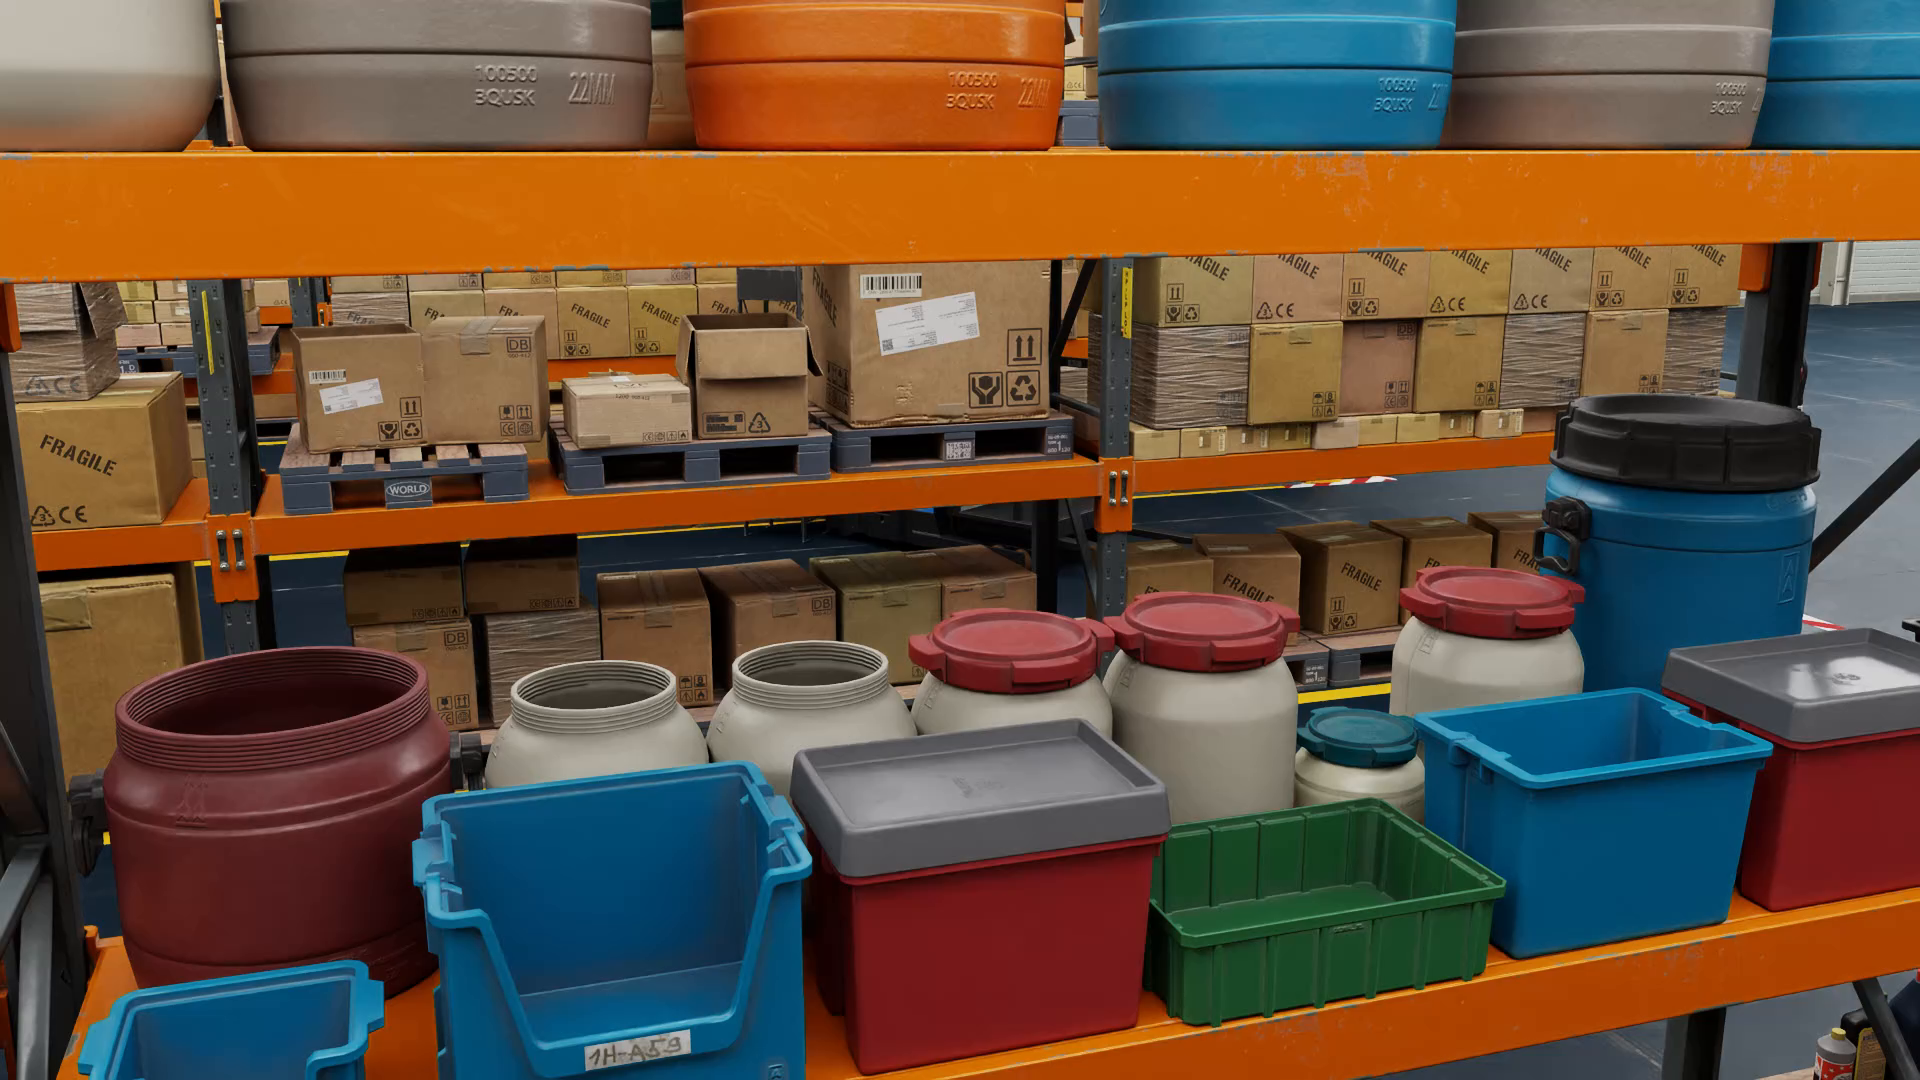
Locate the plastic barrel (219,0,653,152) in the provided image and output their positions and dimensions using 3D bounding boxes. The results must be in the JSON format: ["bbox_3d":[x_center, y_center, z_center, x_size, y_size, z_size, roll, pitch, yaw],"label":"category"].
[{"bbox_3d":[-0.754,-1.015,2.364,0.600,0.901,0.600,0,13,0],"label":"plastic barrel"}]

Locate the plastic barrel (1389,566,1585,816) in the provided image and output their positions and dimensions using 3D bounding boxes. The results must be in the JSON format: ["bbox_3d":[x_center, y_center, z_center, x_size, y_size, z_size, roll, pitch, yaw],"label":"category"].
[{"bbox_3d":[1.213,0.362,3.845,0.433,0.535,0.433,0,13,0],"label":"plastic barrel"}]

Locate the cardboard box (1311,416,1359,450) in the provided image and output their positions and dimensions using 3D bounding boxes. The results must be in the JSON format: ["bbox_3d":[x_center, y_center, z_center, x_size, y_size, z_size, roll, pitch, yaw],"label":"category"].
[{"bbox_3d":[1.863,-0.579,8.636,0.250,0.149,0.380,-4,14,-18],"label":"cardboard box"}]

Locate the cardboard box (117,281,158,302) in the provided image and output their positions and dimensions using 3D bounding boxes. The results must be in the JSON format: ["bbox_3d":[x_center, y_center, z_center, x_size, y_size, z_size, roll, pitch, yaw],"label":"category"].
[{"bbox_3d":[-5.473,-1.678,11.066,0.250,0.149,0.380,-4,14,-16],"label":"cardboard box"}]

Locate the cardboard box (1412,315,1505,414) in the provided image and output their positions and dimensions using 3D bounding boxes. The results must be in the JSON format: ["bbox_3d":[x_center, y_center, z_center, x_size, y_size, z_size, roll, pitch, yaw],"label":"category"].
[{"bbox_3d":[2.470,-1.010,9.047,0.500,0.500,0.875,-4,14,-18],"label":"cardboard box"}]

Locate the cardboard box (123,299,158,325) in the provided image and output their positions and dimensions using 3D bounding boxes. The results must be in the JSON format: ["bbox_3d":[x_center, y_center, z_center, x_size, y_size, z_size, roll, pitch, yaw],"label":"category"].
[{"bbox_3d":[-5.491,-1.531,11.091,0.250,0.149,0.380,-4,14,-17],"label":"cardboard box"}]

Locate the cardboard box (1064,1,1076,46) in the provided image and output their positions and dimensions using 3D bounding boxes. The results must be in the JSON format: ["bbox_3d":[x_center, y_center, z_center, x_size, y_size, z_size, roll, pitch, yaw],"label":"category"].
[{"bbox_3d":[0.133,-2.382,8.060,0.637,0.503,0.797,-5,14,-21],"label":"cardboard box"}]

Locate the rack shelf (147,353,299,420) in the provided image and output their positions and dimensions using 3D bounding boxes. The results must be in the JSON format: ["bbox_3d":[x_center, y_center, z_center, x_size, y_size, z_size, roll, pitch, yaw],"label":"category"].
[{"bbox_3d":[-6.563,-0.983,11.349,4.000,0.370,1.077,-4,14,-18],"label":"rack shelf"}]

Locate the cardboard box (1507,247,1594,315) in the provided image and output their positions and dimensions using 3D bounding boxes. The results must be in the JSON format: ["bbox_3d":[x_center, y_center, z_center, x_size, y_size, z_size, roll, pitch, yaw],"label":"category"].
[{"bbox_3d":[3.012,-1.486,8.890,0.500,0.500,0.500,-4,14,-18],"label":"cardboard box"}]

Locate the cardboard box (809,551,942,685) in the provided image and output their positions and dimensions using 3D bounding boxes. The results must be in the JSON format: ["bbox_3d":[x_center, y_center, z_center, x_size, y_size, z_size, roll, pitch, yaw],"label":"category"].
[{"bbox_3d":[-0.437,0.393,8.460,0.500,0.500,0.700,-5,14,-18],"label":"cardboard box"}]

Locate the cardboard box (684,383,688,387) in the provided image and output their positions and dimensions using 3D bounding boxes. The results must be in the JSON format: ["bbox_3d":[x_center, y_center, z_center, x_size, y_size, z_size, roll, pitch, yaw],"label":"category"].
[{"bbox_3d":[-2.352,-0.750,12.768,0.750,0.750,1.050,-4,14,-18],"label":"cardboard box"}]

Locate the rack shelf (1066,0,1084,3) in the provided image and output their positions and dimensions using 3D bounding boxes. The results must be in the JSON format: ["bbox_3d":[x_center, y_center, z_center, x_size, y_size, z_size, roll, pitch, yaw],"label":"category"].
[{"bbox_3d":[1.019,-4.298,13.183,4.000,0.370,1.077,-4,14,-18],"label":"rack shelf"}]

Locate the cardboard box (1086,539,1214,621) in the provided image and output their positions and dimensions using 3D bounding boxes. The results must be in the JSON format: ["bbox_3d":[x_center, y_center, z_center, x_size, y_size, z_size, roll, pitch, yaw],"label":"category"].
[{"bbox_3d":[1.002,0.310,8.850,0.500,0.500,0.500,-5,14,-20],"label":"cardboard box"}]

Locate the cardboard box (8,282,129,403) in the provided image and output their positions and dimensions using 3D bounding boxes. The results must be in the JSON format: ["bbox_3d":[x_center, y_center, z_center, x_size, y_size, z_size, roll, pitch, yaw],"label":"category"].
[{"bbox_3d":[-3.880,-0.872,6.942,0.637,0.503,0.797,-4,14,-16],"label":"cardboard box"}]

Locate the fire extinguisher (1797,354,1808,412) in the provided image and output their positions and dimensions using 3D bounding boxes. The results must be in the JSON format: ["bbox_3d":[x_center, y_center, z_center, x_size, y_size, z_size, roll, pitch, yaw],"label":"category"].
[{"bbox_3d":[4.656,-0.846,9.383,0.183,0.674,0.296,-4,14,-18],"label":"fire extinguisher"}]

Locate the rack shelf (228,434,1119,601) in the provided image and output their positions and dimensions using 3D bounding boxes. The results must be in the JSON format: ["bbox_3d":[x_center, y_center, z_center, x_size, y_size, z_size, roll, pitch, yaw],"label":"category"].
[{"bbox_3d":[-1.286,-0.183,7.985,4.000,0.370,1.077,-4,14,-18],"label":"rack shelf"}]

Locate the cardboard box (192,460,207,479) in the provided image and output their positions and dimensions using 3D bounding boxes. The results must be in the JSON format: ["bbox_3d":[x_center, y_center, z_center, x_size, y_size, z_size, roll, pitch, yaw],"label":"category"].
[{"bbox_3d":[-5.208,-0.363,11.682,0.500,0.500,0.500,-5,14,-18],"label":"cardboard box"}]

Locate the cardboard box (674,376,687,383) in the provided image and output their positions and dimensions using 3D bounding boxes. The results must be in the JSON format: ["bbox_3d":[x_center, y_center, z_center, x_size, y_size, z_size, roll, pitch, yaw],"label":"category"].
[{"bbox_3d":[-3.047,-1.741,17.751,0.625,0.372,0.950,-4,14,-17],"label":"cardboard box"}]

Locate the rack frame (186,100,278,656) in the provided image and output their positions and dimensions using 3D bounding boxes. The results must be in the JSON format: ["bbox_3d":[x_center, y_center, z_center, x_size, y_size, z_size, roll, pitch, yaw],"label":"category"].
[{"bbox_3d":[-3.181,-0.386,7.281,0.127,3.000,1.000,-4,14,-18],"label":"rack frame"}]

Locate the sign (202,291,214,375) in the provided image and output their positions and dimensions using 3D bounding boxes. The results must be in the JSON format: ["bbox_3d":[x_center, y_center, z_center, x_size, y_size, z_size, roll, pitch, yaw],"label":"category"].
[{"bbox_3d":[-3.001,-0.827,6.637,0.005,0.325,0.100,-4,14,-18],"label":"sign"}]

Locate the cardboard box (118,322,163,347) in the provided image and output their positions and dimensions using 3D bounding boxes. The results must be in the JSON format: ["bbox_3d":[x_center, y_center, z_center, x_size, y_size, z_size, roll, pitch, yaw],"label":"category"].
[{"bbox_3d":[-5.468,-1.389,11.134,0.250,0.149,0.380,-4,14,-17],"label":"cardboard box"}]

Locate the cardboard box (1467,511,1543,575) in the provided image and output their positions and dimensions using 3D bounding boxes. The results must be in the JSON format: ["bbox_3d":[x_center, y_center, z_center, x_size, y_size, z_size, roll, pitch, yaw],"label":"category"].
[{"bbox_3d":[3.248,0.130,9.609,0.500,0.500,0.500,-1,13,-3],"label":"cardboard box"}]

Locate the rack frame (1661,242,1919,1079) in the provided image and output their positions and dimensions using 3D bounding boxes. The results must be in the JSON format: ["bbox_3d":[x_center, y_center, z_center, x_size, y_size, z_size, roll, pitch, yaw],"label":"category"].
[{"bbox_3d":[2.189,0.406,3.956,0.127,3.000,1.000,-4,14,-18],"label":"rack frame"}]

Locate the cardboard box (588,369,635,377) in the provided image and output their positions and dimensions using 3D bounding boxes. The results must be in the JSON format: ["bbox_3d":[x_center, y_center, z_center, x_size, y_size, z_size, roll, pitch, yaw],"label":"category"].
[{"bbox_3d":[-1.687,-0.707,8.015,0.258,0.266,0.396,-5,14,-20],"label":"cardboard box"}]

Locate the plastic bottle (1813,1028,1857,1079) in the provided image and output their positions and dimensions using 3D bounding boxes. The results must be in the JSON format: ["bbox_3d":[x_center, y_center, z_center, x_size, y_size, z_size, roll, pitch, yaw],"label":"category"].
[{"bbox_3d":[2.434,1.458,4.629,0.097,0.201,0.097,0,13,0],"label":"plastic bottle"}]

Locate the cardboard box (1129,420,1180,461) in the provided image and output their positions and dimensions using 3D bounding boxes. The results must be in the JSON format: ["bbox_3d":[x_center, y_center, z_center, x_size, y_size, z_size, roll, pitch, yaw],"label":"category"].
[{"bbox_3d":[0.909,-0.508,8.341,0.250,0.149,0.380,-4,14,-18],"label":"cardboard box"}]

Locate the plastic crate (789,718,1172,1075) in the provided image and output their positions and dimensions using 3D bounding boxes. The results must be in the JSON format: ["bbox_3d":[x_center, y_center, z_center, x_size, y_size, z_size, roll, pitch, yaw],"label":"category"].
[{"bbox_3d":[0.027,0.617,2.926,0.583,0.464,0.402,-4,14,-18],"label":"plastic crate"}]

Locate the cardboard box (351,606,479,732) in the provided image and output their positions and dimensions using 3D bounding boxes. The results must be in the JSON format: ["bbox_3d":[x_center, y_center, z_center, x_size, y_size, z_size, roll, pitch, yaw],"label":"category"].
[{"bbox_3d":[-2.553,0.563,7.746,0.500,0.500,0.700,-5,14,-21],"label":"cardboard box"}]

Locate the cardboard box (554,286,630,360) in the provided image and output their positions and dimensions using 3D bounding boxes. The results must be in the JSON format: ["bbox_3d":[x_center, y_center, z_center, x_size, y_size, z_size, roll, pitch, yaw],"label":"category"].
[{"bbox_3d":[-2.724,-1.615,12.234,0.500,0.500,0.500,-5,14,-19],"label":"cardboard box"}]

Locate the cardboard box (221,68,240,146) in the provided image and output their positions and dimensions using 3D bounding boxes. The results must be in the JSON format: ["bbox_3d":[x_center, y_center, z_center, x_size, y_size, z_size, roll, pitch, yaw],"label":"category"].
[{"bbox_3d":[-5.128,-2.891,11.116,0.500,0.500,0.500,-4,14,-18],"label":"cardboard box"}]

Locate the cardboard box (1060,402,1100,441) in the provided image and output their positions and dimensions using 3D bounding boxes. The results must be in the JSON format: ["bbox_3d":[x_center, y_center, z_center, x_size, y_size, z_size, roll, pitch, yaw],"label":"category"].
[{"bbox_3d":[0.720,-0.639,8.889,0.250,0.149,0.380,-4,14,-18],"label":"cardboard box"}]

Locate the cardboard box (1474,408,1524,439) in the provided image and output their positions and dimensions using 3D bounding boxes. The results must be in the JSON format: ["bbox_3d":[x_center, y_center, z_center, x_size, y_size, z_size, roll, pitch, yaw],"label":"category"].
[{"bbox_3d":[2.808,-0.654,8.952,0.250,0.149,0.380,-4,14,-18],"label":"cardboard box"}]

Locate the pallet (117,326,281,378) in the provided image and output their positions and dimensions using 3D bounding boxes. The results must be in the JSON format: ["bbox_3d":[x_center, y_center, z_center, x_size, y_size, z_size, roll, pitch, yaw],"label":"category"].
[{"bbox_3d":[-5.309,-1.312,11.589,1.003,0.211,1.213,-4,14,-18],"label":"pallet"}]

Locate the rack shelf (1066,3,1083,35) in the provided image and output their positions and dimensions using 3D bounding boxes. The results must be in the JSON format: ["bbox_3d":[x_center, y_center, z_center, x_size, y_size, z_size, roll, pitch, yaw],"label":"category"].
[{"bbox_3d":[-0.655,-5.569,17.670,4.000,0.370,1.077,-4,14,-18],"label":"rack shelf"}]

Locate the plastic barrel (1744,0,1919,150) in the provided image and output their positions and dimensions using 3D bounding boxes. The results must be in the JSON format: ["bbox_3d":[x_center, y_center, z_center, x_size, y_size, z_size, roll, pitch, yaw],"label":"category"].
[{"bbox_3d":[1.777,-1.212,3.193,0.708,0.901,0.600,-4,14,-18],"label":"plastic barrel"}]

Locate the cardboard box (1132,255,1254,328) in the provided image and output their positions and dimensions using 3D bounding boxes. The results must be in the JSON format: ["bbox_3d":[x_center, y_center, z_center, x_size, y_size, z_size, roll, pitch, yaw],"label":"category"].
[{"bbox_3d":[1.117,-1.338,8.266,0.500,0.500,0.500,-4,14,-18],"label":"cardboard box"}]

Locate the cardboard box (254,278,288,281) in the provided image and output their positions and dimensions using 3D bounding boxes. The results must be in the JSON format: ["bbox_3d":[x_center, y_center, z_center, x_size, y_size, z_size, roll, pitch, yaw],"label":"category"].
[{"bbox_3d":[-6.720,-2.638,15.994,0.500,0.250,0.500,-5,14,-18],"label":"cardboard box"}]

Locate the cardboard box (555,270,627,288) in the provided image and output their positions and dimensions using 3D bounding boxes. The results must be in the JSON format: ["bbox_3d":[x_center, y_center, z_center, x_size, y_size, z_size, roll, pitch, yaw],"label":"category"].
[{"bbox_3d":[-2.790,-2.161,12.367,0.500,0.500,0.700,-5,14,-19],"label":"cardboard box"}]

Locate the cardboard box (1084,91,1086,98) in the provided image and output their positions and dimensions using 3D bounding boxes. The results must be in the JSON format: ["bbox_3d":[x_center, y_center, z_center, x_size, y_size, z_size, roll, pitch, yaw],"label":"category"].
[{"bbox_3d":[1.019,-3.431,13.021,0.250,0.149,0.380,-4,14,-17],"label":"cardboard box"}]

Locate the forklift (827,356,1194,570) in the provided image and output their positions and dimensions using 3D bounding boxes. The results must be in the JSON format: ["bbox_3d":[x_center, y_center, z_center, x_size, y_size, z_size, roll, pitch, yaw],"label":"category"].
[{"bbox_3d":[0.488,-1.336,11.426,3.031,2.935,1.130,10,17,37],"label":"forklift"}]

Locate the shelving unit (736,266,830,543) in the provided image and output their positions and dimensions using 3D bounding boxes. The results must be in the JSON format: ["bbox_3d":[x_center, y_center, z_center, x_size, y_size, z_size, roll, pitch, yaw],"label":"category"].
[{"bbox_3d":[-1.277,-1.063,12.074,0.503,2.100,0.431,6,15,23],"label":"shelving unit"}]

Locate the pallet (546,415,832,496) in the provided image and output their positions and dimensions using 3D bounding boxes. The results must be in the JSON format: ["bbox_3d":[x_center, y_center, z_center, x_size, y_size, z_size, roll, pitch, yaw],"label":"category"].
[{"bbox_3d":[-1.318,-0.447,7.956,1.213,0.211,1.003,-4,14,-18],"label":"pallet"}]

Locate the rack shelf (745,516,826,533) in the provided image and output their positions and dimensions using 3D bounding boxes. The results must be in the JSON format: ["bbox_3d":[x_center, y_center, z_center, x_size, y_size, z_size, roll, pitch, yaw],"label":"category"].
[{"bbox_3d":[-1.277,-0.369,12.239,0.480,0.518,0.431,6,15,23],"label":"rack shelf"}]

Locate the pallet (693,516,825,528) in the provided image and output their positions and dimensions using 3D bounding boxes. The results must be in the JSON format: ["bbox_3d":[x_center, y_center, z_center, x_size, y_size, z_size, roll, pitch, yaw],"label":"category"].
[{"bbox_3d":[-1.584,-0.346,13.141,1.213,0.211,1.003,-4,14,-18],"label":"pallet"}]

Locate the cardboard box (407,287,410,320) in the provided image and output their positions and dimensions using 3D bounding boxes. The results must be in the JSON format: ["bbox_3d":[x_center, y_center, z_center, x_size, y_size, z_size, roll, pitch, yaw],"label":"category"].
[{"bbox_3d":[-3.853,-1.658,12.415,0.500,0.500,0.500,-4,14,-18],"label":"cardboard box"}]

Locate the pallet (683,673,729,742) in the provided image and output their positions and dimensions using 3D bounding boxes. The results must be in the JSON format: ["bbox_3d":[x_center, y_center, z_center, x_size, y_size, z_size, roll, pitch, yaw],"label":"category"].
[{"bbox_3d":[-1.286,0.825,8.220,1.213,0.211,1.003,-4,14,-18],"label":"pallet"}]

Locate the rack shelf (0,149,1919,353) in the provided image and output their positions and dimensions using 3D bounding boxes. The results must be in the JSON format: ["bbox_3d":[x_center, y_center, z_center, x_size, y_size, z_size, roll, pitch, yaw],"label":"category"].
[{"bbox_3d":[0.294,-0.556,3.071,4.000,0.370,1.077,-4,14,-18],"label":"rack shelf"}]

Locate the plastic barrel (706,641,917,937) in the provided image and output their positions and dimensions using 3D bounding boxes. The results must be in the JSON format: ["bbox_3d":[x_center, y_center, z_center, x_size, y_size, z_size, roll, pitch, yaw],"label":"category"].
[{"bbox_3d":[-0.296,0.493,3.348,0.421,0.512,0.421,0,13,0],"label":"plastic barrel"}]
